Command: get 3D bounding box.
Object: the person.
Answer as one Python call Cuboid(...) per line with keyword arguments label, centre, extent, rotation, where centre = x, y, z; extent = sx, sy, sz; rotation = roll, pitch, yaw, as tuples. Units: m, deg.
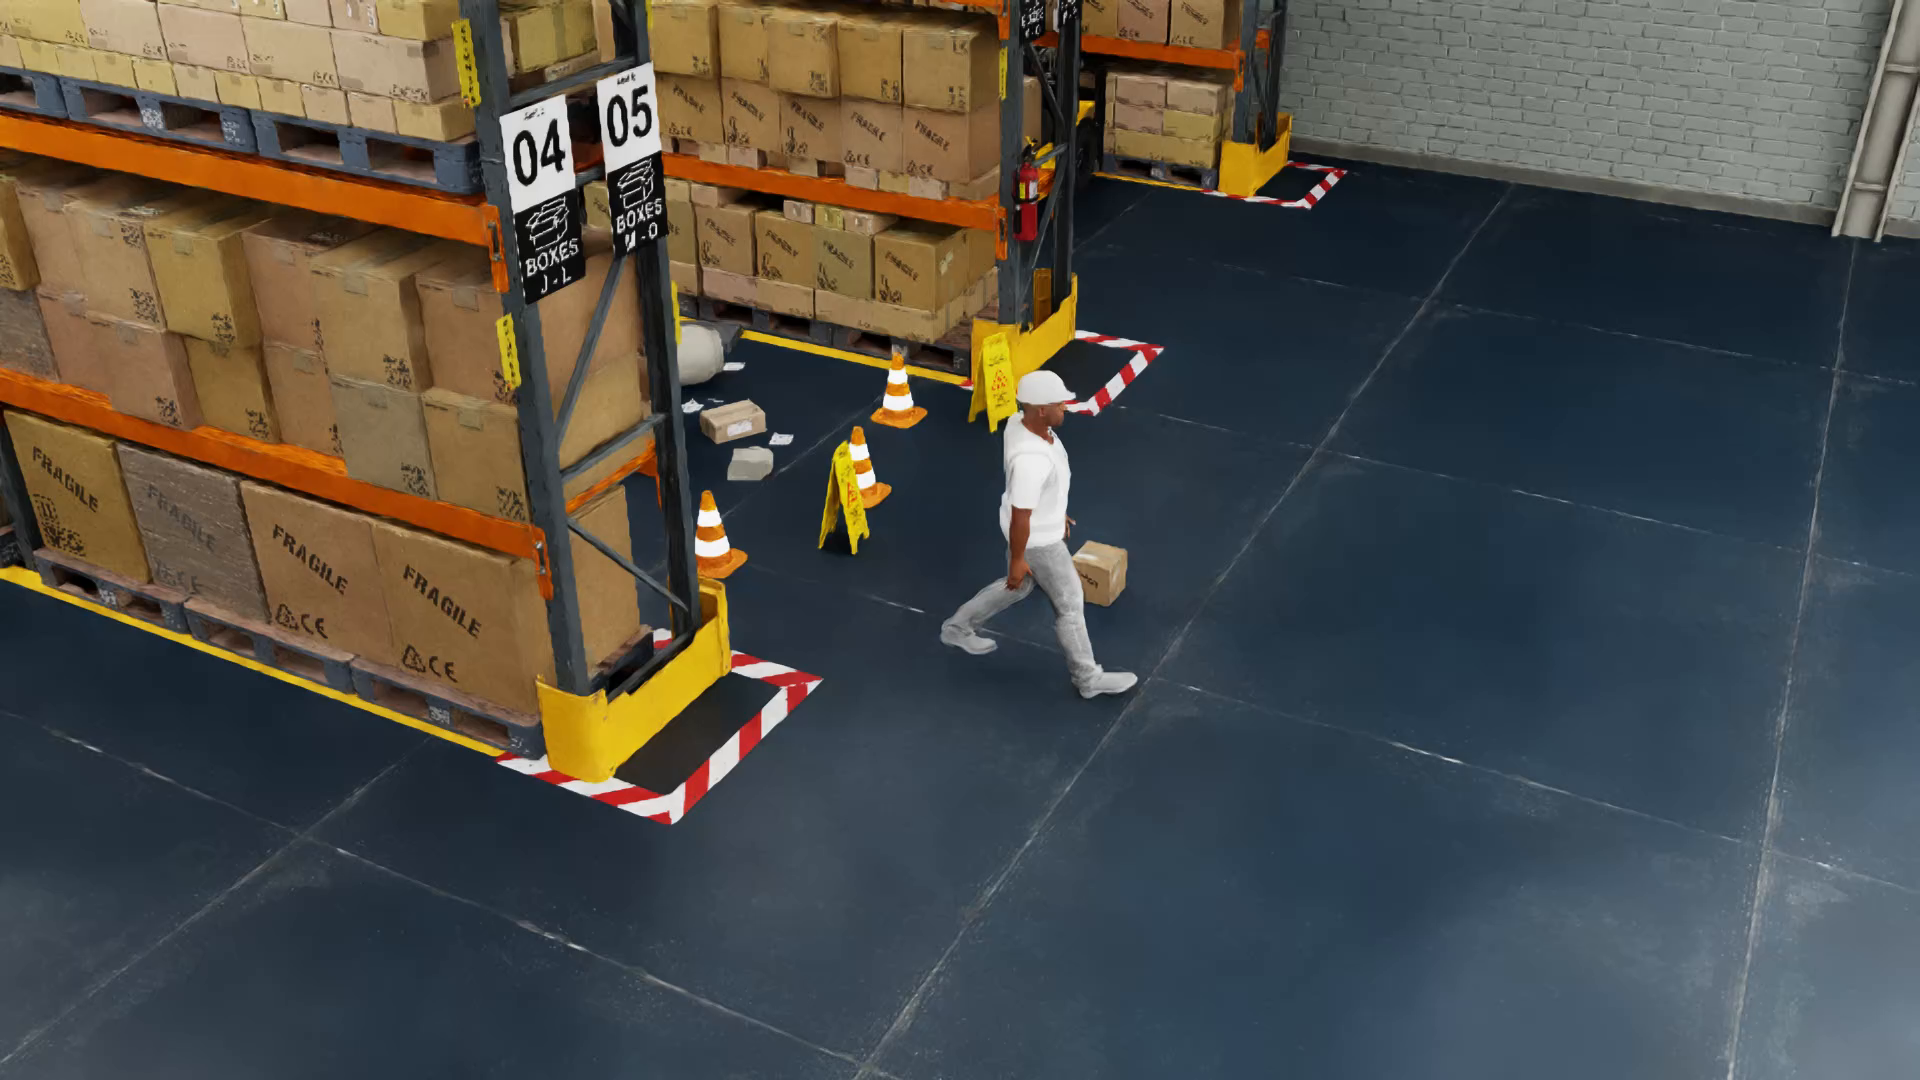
Cuboid(label="person", centre=(0.401, -0.042, 8.365), extent=(0.968, 1.731, 0.618), rotation=(-4, 30, -7))
